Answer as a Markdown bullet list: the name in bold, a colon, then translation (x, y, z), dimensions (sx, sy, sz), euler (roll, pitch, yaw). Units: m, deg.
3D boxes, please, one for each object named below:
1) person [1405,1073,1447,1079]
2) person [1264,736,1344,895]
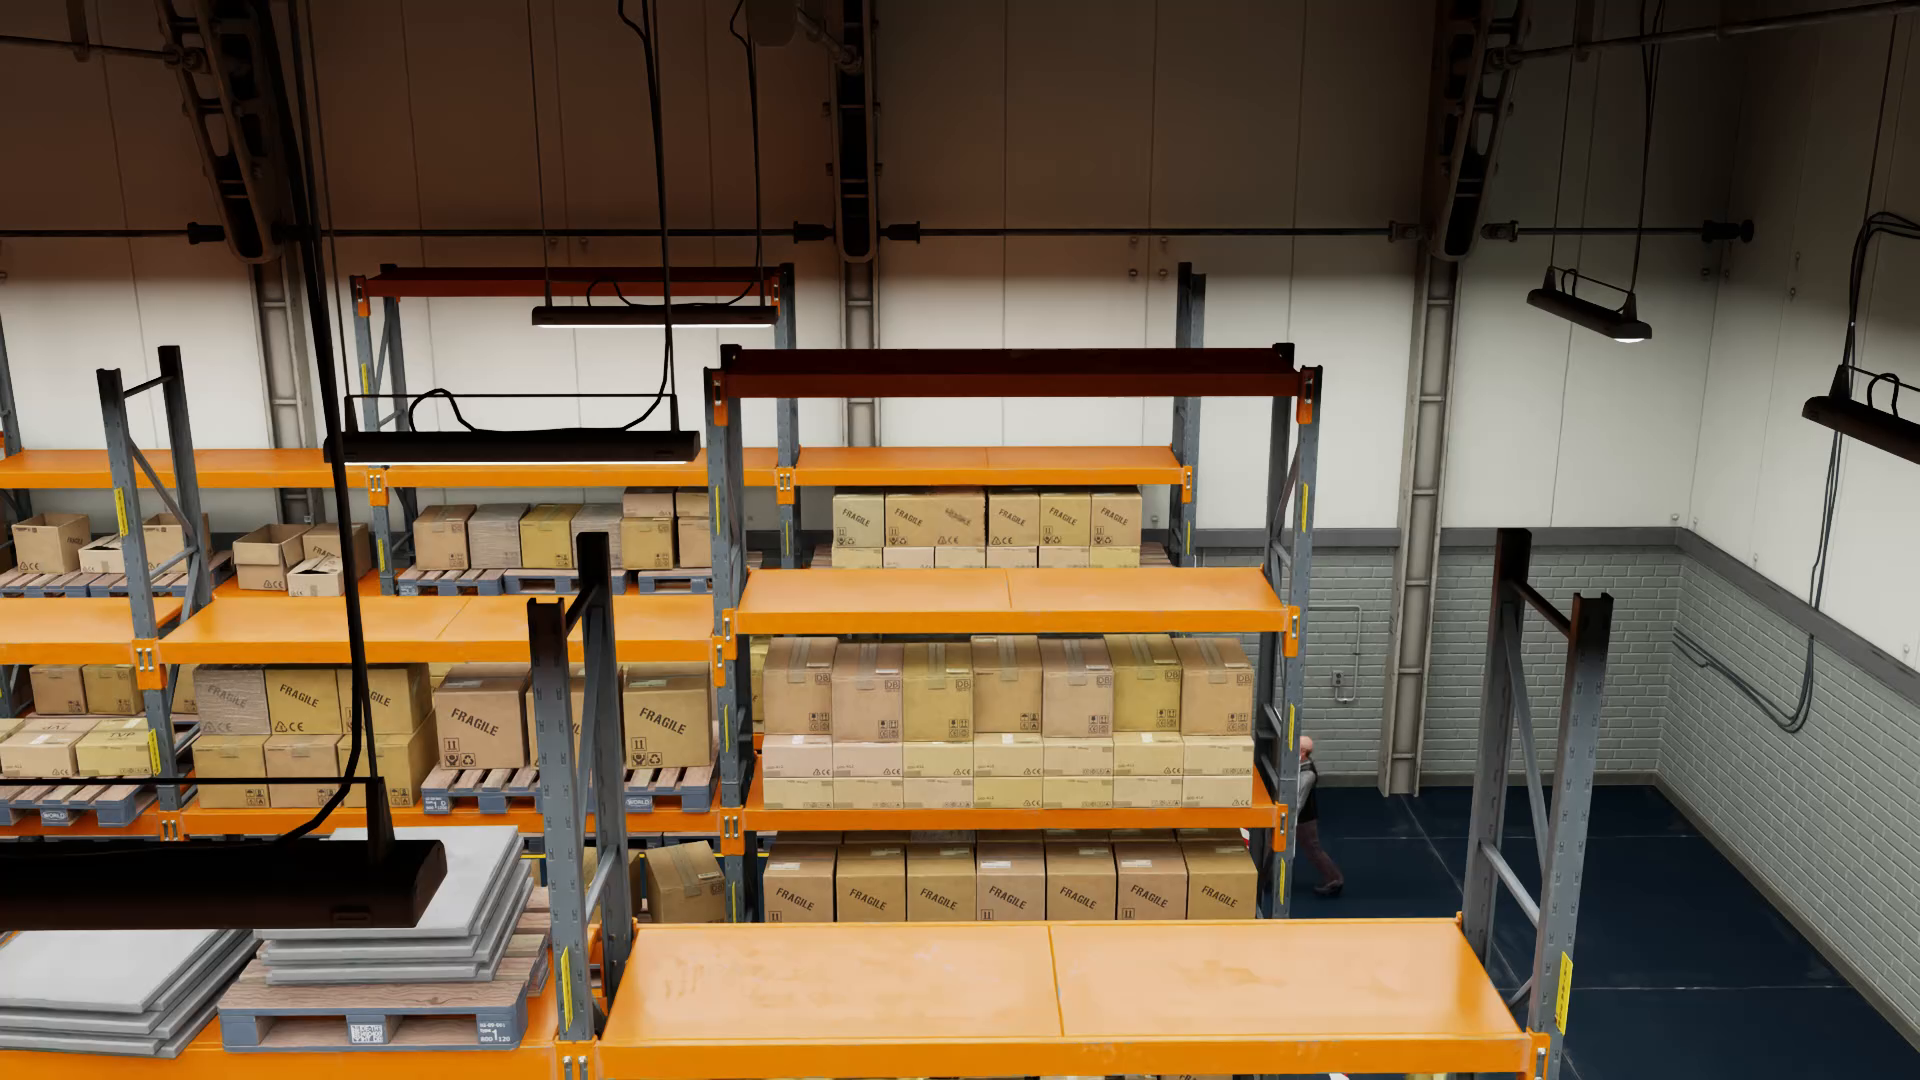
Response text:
- **person**: translation (3.307, 4.035, 11.733), dimensions (1.033, 1.616, 0.430), euler (-5, 17, -16)
- **person**: translation (3.265, 2.701, 16.271), dimensions (1.068, 1.666, 0.566), euler (-1, 16, -3)
